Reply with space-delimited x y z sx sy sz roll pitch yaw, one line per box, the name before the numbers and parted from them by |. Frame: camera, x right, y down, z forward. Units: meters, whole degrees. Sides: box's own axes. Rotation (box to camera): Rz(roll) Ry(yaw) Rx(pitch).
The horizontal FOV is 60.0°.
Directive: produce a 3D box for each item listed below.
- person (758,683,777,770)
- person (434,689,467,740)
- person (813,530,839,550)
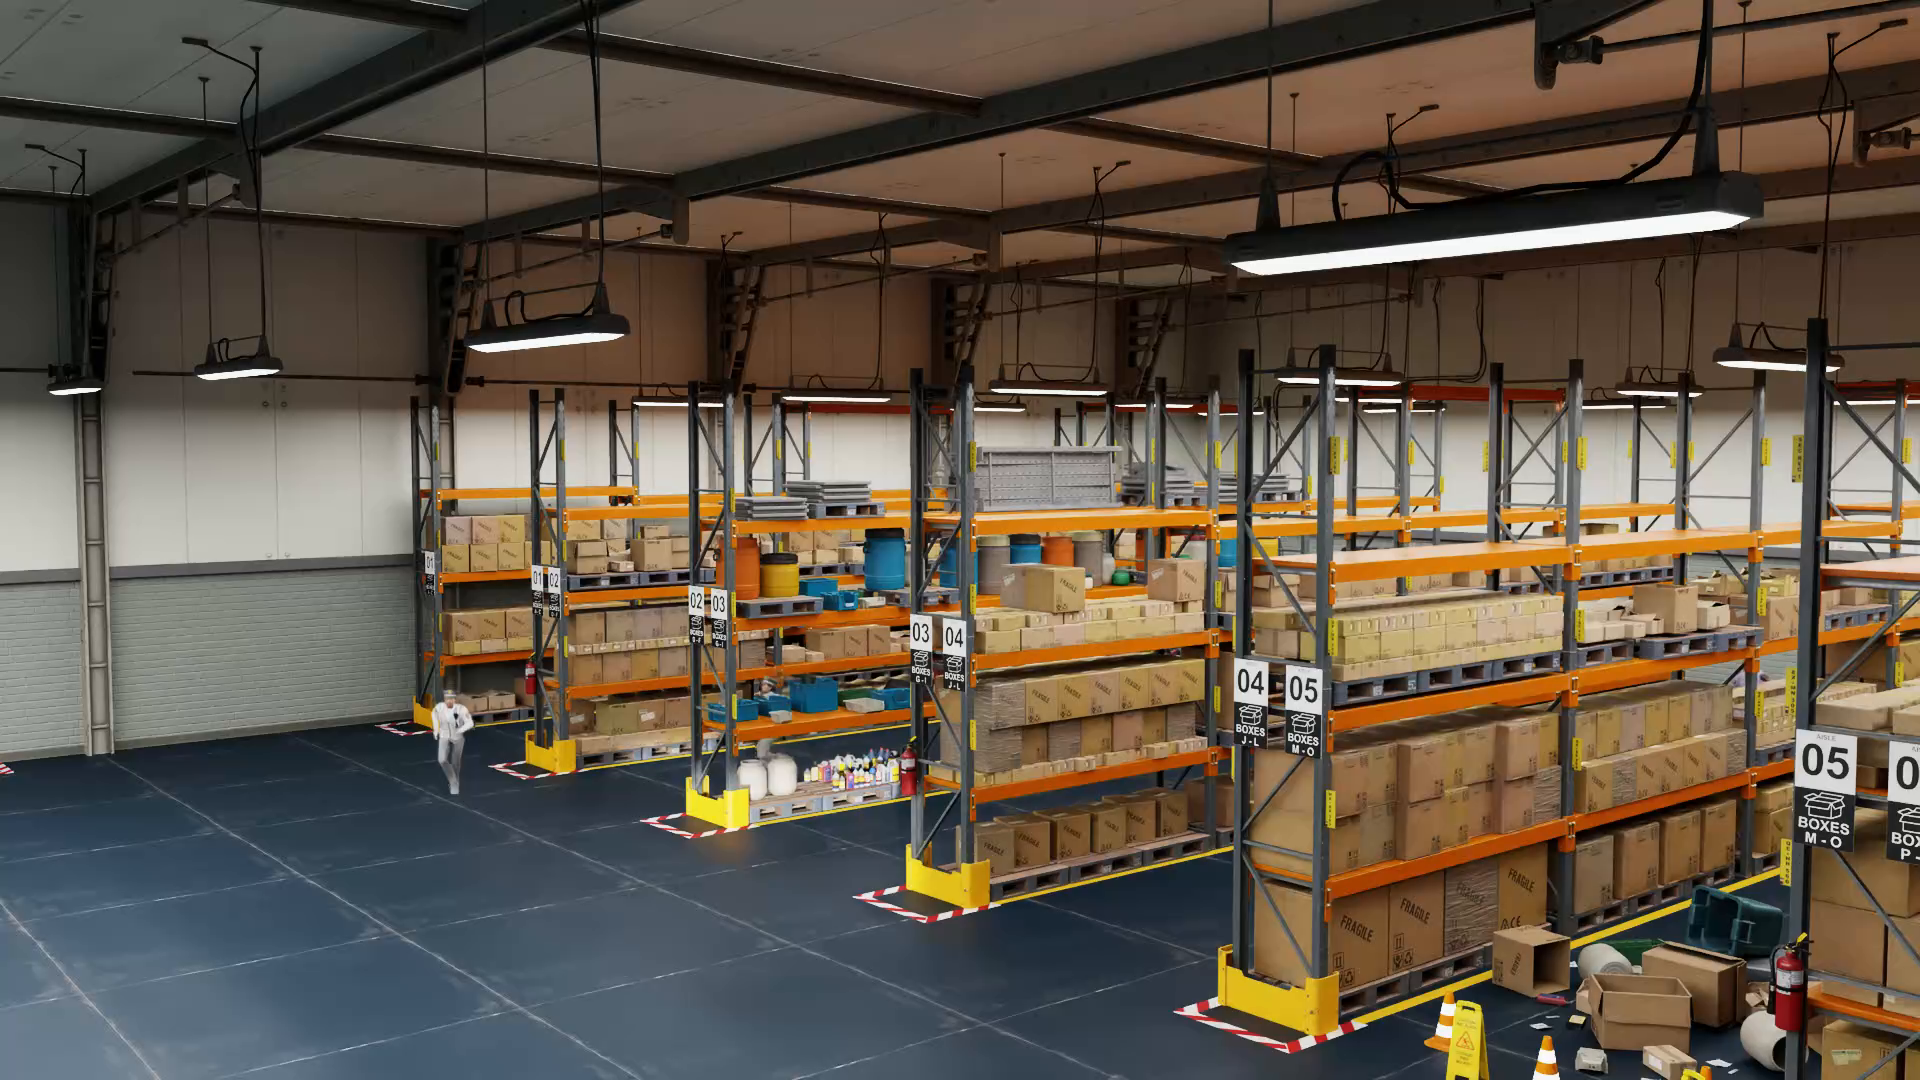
person | -2.864 2.890 25.065 0.488 1.618 0.618 -2 4 -35
person | 3.031 2.509 25.200 21.584 0.796 1.367 0 3 -7
person | -0.863 2.092 19.066 5.002 3.615 21.822 0 3 3
